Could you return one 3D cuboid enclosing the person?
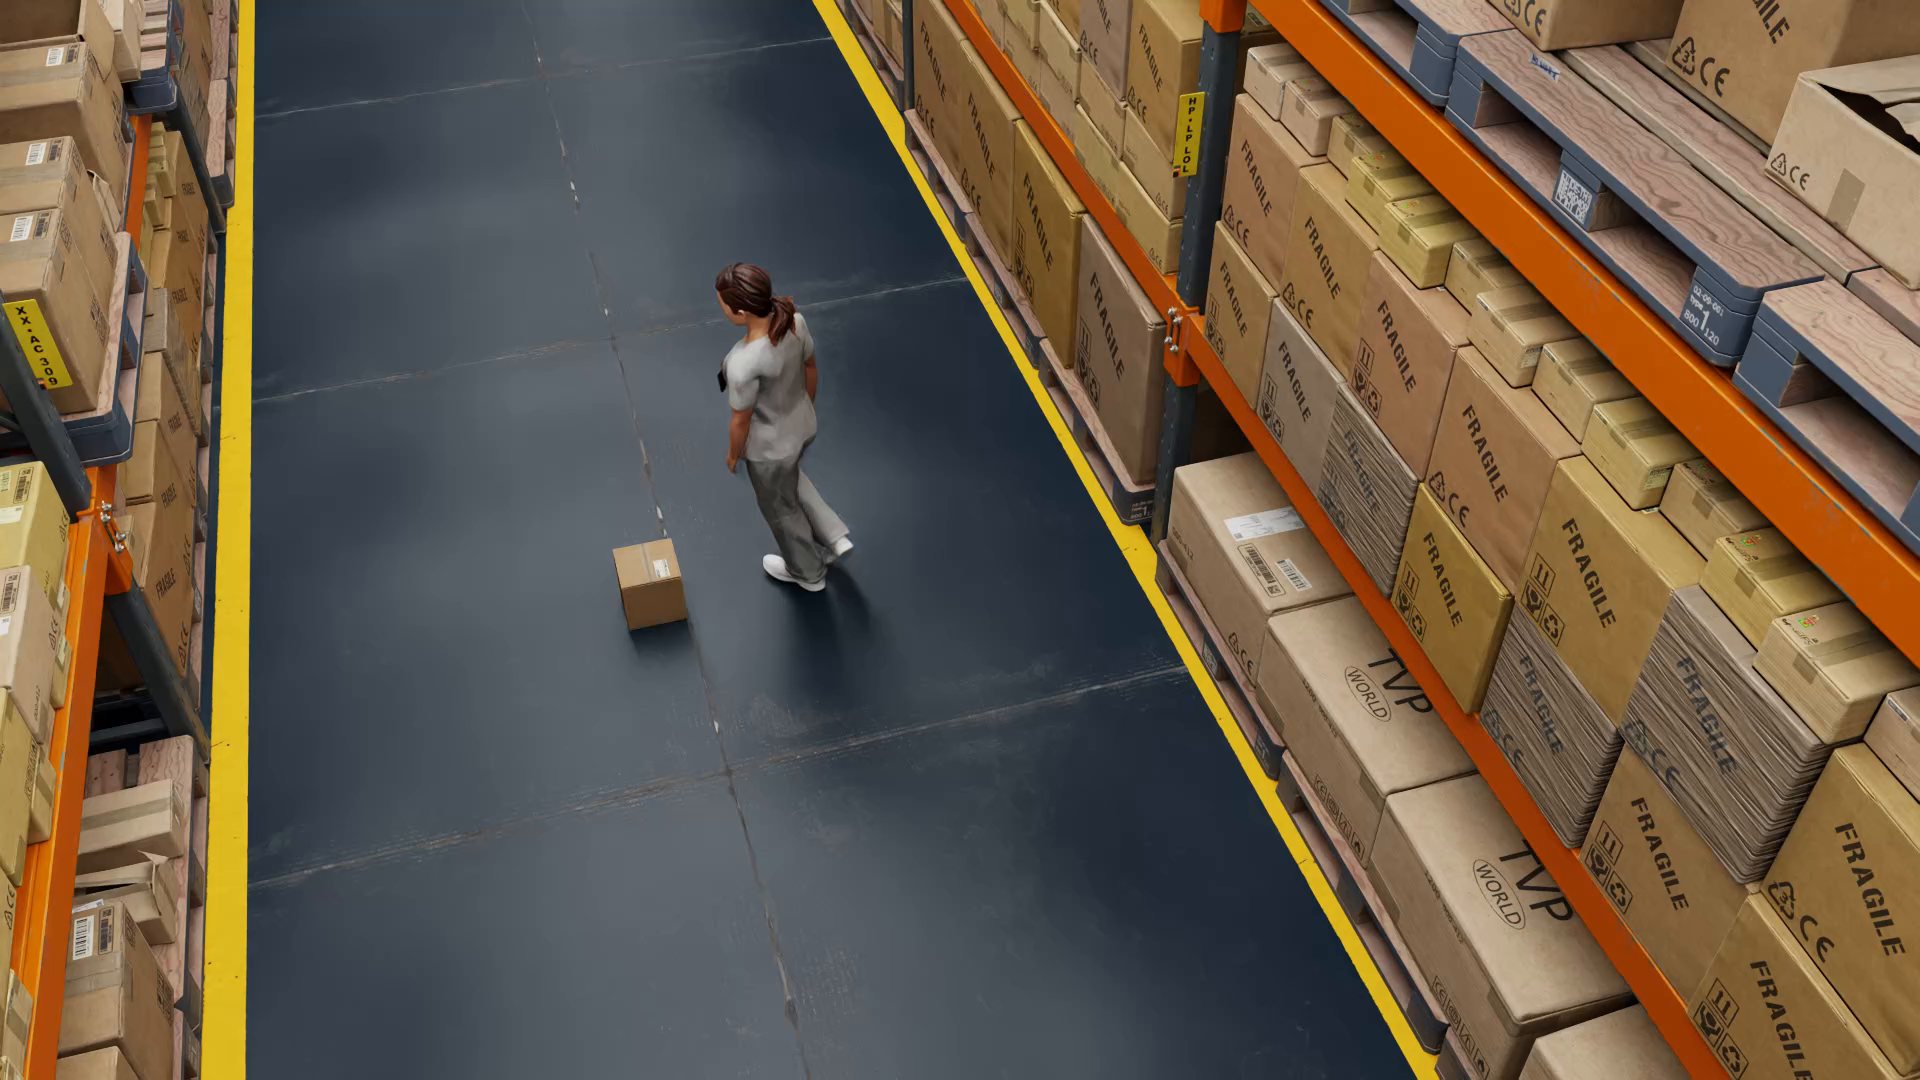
[{"bbox_3d":[-0.724,-0.406,6.591,0.457,1.658,0.496,20,46,21],"label":"person"}]
